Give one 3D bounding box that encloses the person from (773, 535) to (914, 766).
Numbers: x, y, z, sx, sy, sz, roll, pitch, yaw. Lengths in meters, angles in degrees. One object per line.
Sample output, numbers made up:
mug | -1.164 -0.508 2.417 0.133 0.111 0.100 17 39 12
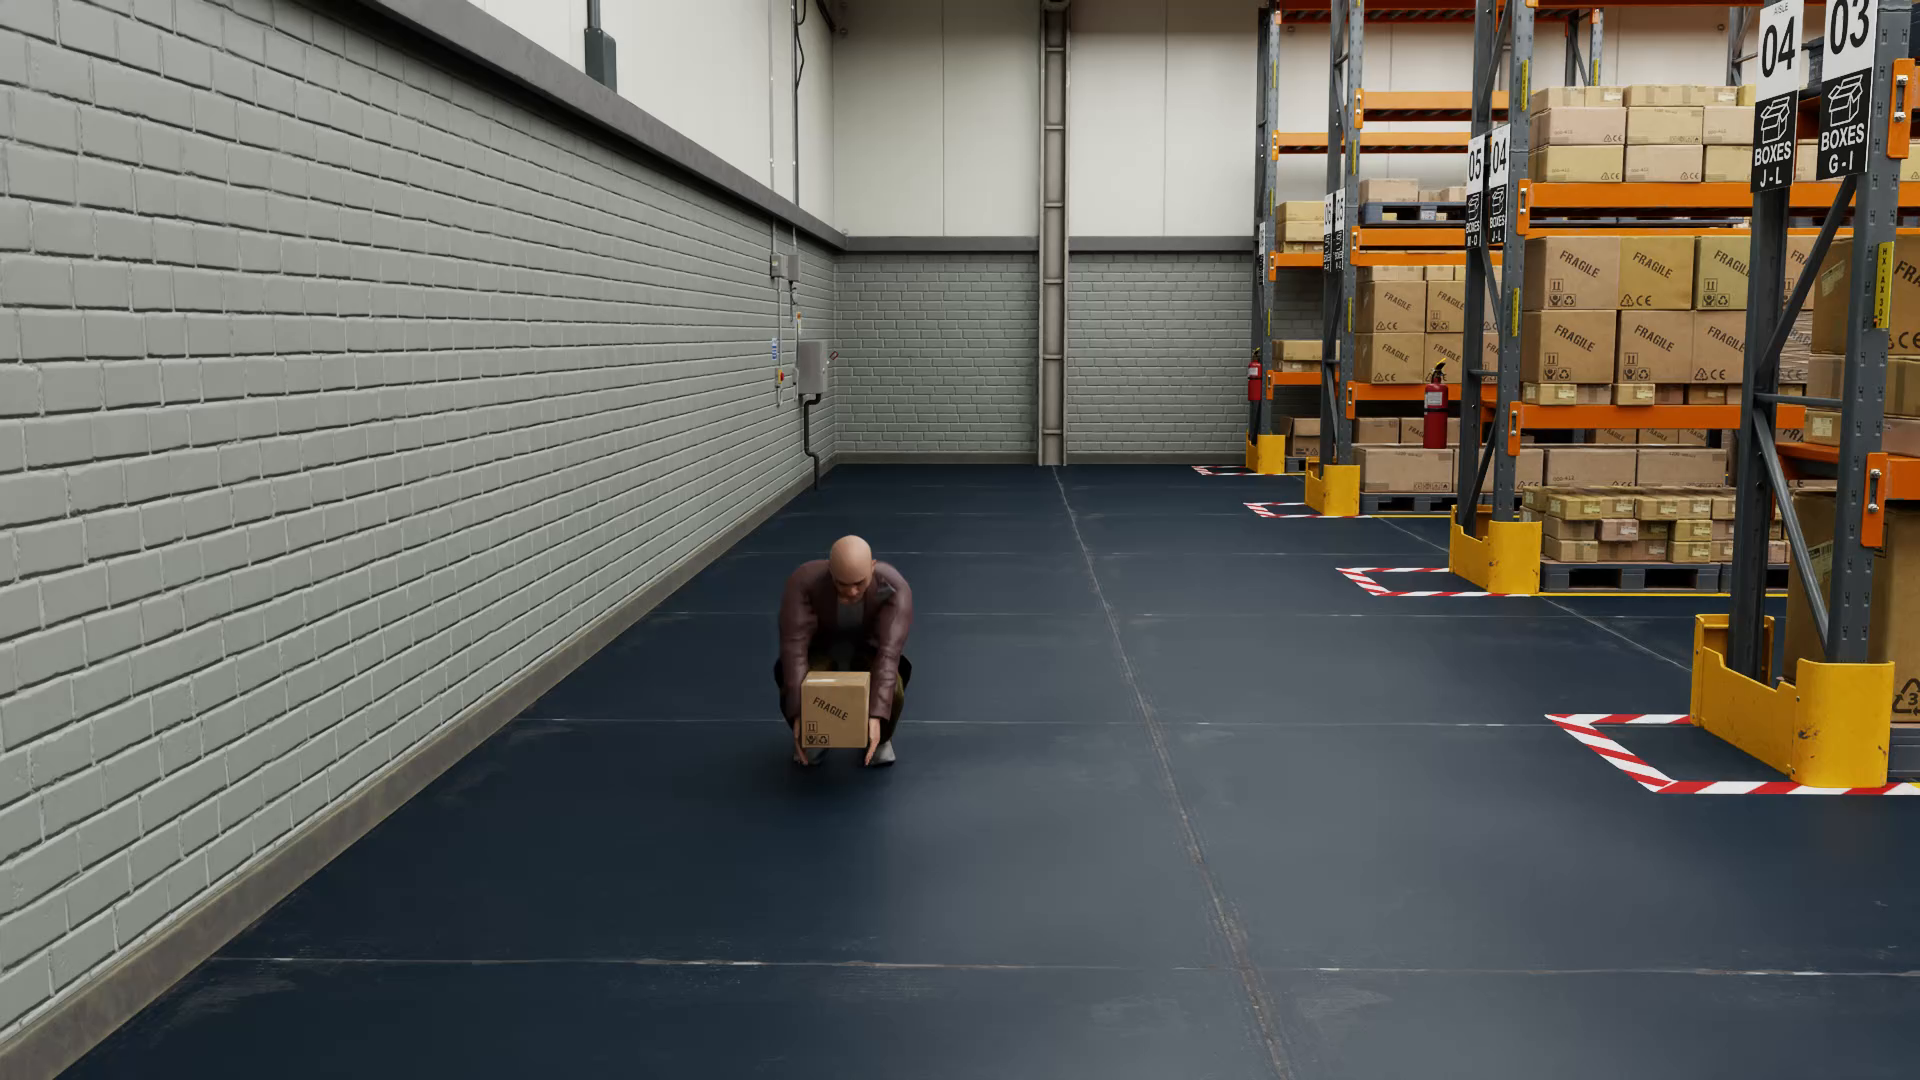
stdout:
person | -0.484 0.454 6.858 0.590 0.999 0.913 0 7 1
